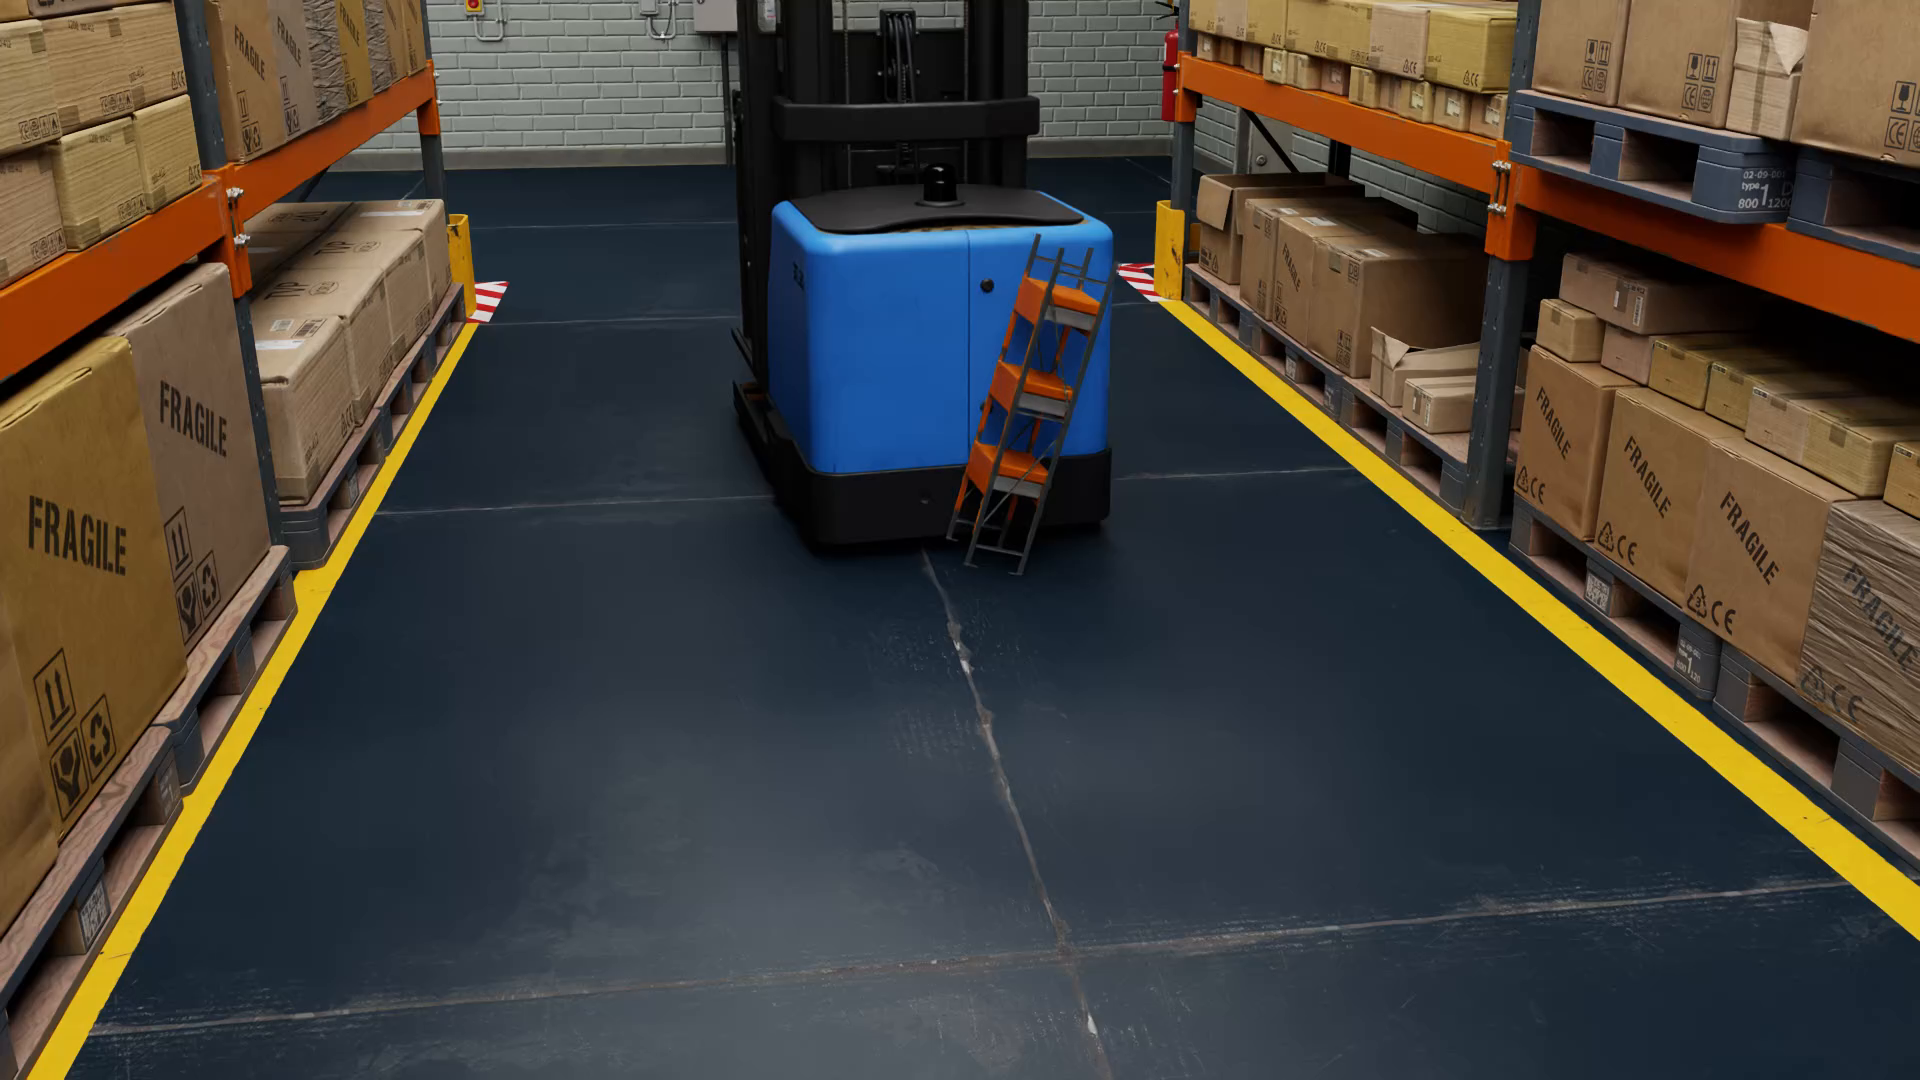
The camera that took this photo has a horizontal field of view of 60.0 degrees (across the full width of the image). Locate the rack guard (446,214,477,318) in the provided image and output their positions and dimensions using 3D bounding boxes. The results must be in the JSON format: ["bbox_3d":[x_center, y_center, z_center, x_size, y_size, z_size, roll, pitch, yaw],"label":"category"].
[{"bbox_3d":[-3.218,-1.446,8.872,1.175,0.500,0.348,-3,21,-8],"label":"rack guard"}]

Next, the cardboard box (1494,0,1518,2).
[{"bbox_3d":[2.322,-2.424,6.637,0.500,0.500,0.500,-3,21,-9],"label":"cardboard box"}]

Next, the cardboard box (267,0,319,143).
[{"bbox_3d":[-2.515,-1.620,5.624,0.500,0.500,0.500,-3,21,-7],"label":"cardboard box"}]

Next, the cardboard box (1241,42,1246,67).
[{"bbox_3d":[1.628,-2.440,8.320,0.380,0.149,0.250,-3,21,-8],"label":"cardboard box"}]

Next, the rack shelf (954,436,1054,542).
[{"bbox_3d":[0.141,-0.161,5.403,0.215,0.259,0.240,11,17,-19],"label":"rack shelf"}]

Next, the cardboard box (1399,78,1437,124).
[{"bbox_3d":[1.857,-1.633,6.159,0.380,0.149,0.250,-2,21,-6],"label":"cardboard box"}]

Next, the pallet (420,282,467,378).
[{"bbox_3d":[-3.022,-1.029,8.169,1.003,0.211,1.213,-3,21,-8],"label":"pallet"}]

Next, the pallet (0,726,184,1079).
[{"bbox_3d":[-2.273,0.770,3.354,1.003,0.211,1.213,-3,21,-8],"label":"pallet"}]

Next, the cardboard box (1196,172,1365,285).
[{"bbox_3d":[1.691,-1.671,8.869,0.797,0.503,0.637,-4,21,-10],"label":"cardboard box"}]

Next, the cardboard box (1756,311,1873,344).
[{"bbox_3d":[2.655,-0.601,5.083,0.380,0.149,0.250,-3,21,-8],"label":"cardboard box"}]

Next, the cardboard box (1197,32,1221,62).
[{"bbox_3d":[1.473,-2.614,8.788,0.380,0.149,0.250,-3,21,-8],"label":"cardboard box"}]

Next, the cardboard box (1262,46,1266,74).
[{"bbox_3d":[1.647,-2.257,7.832,0.380,0.149,0.250,-3,21,-7],"label":"cardboard box"}]

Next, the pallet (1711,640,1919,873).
[{"bbox_3d":[2.607,0.534,3.984,1.003,0.211,1.213,-3,21,-8],"label":"pallet"}]

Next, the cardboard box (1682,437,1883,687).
[{"bbox_3d":[2.275,0.035,4.308,0.500,0.500,0.500,-4,21,-9],"label":"cardboard box"}]

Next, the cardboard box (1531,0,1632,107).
[{"bbox_3d":[2.122,-1.540,4.808,0.700,0.500,0.500,-2,21,-6],"label":"cardboard box"}]

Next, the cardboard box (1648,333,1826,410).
[{"bbox_3d":[2.227,-0.487,4.777,0.380,0.149,0.250,-4,21,-11],"label":"cardboard box"}]

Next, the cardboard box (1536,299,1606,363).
[{"bbox_3d":[2.062,-0.667,5.260,0.380,0.149,0.250,-2,21,-5],"label":"cardboard box"}]

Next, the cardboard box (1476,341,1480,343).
[{"bbox_3d":[2.350,-0.727,6.850,0.380,0.149,0.250,-3,21,-8],"label":"cardboard box"}]

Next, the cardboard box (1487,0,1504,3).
[{"bbox_3d":[2.318,-2.081,6.790,0.500,0.250,0.500,-2,21,-7],"label":"cardboard box"}]

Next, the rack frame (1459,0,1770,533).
[{"bbox_3d":[2.274,-1.475,5.378,1.000,3.000,0.127,-3,21,-8],"label":"rack frame"}]

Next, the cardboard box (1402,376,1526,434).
[{"bbox_3d":[1.903,-0.514,6.280,0.380,0.149,0.250,-4,21,-9],"label":"cardboard box"}]

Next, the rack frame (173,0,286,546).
[{"bbox_3d":[-2.638,-1.223,4.704,1.000,3.000,0.127,-3,21,-8],"label":"rack frame"}]

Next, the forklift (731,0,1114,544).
[{"bbox_3d":[-0.342,-1.842,6.460,1.130,2.935,3.031,-5,21,-13],"label":"forklift"}]

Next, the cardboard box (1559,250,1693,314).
[{"bbox_3d":[2.122,-0.809,5.216,0.380,0.149,0.250,-3,21,-9],"label":"cardboard box"}]

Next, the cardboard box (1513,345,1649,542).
[{"bbox_3d":[2.121,-0.322,5.263,0.500,0.500,0.500,-2,21,-5],"label":"cardboard box"}]

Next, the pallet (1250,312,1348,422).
[{"bbox_3d":[1.996,-0.830,7.636,1.003,0.211,1.213,-3,21,-8],"label":"pallet"}]

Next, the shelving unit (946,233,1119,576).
[{"bbox_3d":[0.220,-0.427,5.324,0.215,1.050,0.252,11,17,-19],"label":"shelving unit"}]

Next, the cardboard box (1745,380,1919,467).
[{"bbox_3d":[2.279,-0.304,4.288,0.380,0.149,0.250,-3,21,-8],"label":"cardboard box"}]

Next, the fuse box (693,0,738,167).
[{"bbox_3d":[-1.951,-4.011,14.010,0.539,1.711,0.414,-3,21,-8],"label":"fuse box"}]

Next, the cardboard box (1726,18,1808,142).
[{"bbox_3d":[2.094,-1.108,3.988,0.396,0.266,0.258,-2,21,-5],"label":"cardboard box"}]

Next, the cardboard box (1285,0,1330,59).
[{"bbox_3d":[1.740,-2.232,7.195,0.500,0.250,0.500,-3,21,-9],"label":"cardboard box"}]

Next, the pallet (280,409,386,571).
[{"bbox_3d":[-2.670,-0.184,5.908,1.003,0.211,1.213,-3,21,-8],"label":"pallet"}]

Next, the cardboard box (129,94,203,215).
[{"bbox_3d":[-2.324,-1.010,4.349,0.500,0.250,0.500,-3,21,-9],"label":"cardboard box"}]

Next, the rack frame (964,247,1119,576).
[{"bbox_3d":[0.251,-0.385,5.213,0.200,1.050,0.008,11,17,-19],"label":"rack frame"}]

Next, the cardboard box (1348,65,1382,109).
[{"bbox_3d":[1.782,-1.812,6.639,0.380,0.149,0.250,-3,21,-9],"label":"cardboard box"}]

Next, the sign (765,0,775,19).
[{"bbox_3d":[-1.492,-4.667,14.060,0.329,0.494,0.001,-3,21,-8],"label":"sign"}]

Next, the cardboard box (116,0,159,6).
[{"bbox_3d":[-2.325,-1.596,4.132,0.500,0.500,0.500,-2,21,-6],"label":"cardboard box"}]

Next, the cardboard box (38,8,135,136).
[{"bbox_3d":[-2.254,-1.074,3.805,0.500,0.250,0.500,-2,21,-6],"label":"cardboard box"}]

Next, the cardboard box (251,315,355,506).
[{"bbox_3d":[-2.622,-0.443,5.676,0.875,0.438,0.875,-3,21,-9],"label":"cardboard box"}]

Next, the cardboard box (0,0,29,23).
[{"bbox_3d":[-2.189,-1.241,3.180,0.500,0.500,0.500,-2,21,-6],"label":"cardboard box"}]

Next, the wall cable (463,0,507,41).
[{"bbox_3d":[-4.050,-5.050,13.453,0.585,1.953,0.123,-3,21,-8],"label":"wall cable"}]

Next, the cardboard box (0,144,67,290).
[{"bbox_3d":[-2.197,-0.658,3.406,0.500,0.250,0.500,-3,21,-9],"label":"cardboard box"}]

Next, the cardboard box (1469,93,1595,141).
[{"bbox_3d":[1.978,-1.455,5.683,0.380,0.149,0.250,-3,21,-7],"label":"cardboard box"}]

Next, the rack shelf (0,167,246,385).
[{"bbox_3d":[-2.349,-0.194,2.976,1.077,0.370,4.000,-3,21,-8],"label":"rack shelf"}]

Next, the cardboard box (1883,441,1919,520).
[{"bbox_3d":[2.380,-0.126,3.812,0.380,0.149,0.250,-3,21,-8],"label":"cardboard box"}]

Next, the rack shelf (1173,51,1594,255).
[{"bbox_3d":[1.985,-1.830,7.358,1.077,0.370,4.000,-3,21,-8],"label":"rack shelf"}]

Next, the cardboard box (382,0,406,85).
[{"bbox_3d":[-2.825,-2.327,7.516,0.500,0.500,0.500,-3,21,-9],"label":"cardboard box"}]

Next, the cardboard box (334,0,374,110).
[{"bbox_3d":[-2.654,-1.971,6.564,0.500,0.500,0.500,-2,21,-6],"label":"cardboard box"}]

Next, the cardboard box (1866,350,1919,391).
[{"bbox_3d":[2.762,-0.430,4.625,0.380,0.149,0.250,-4,21,-10],"label":"cardboard box"}]

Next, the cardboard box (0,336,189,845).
[{"bbox_3d":[-2.331,0.098,3.602,0.875,0.875,0.875,-2,21,-6],"label":"cardboard box"}]

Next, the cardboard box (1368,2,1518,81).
[{"bbox_3d":[1.872,-1.881,6.254,0.500,0.250,0.500,-3,21,-8],"label":"cardboard box"}]

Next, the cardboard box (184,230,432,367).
[{"bbox_3d":[-2.880,-1.065,7.341,0.875,0.438,0.875,-2,21,-6],"label":"cardboard box"}]

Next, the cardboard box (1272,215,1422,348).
[{"bbox_3d":[1.753,-1.183,7.569,0.500,0.500,0.500,-3,21,-7],"label":"cardboard box"}]

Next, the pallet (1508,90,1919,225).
[{"bbox_3d":[2.281,-1.103,4.656,1.003,0.211,1.213,-3,21,-8],"label":"pallet"}]

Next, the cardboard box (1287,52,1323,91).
[{"bbox_3d":[1.668,-2.076,7.346,0.380,0.149,0.250,-2,21,-7],"label":"cardboard box"}]

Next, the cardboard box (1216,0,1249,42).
[{"bbox_3d":[1.569,-2.584,8.136,0.500,0.250,0.500,-3,21,-7],"label":"cardboard box"}]
